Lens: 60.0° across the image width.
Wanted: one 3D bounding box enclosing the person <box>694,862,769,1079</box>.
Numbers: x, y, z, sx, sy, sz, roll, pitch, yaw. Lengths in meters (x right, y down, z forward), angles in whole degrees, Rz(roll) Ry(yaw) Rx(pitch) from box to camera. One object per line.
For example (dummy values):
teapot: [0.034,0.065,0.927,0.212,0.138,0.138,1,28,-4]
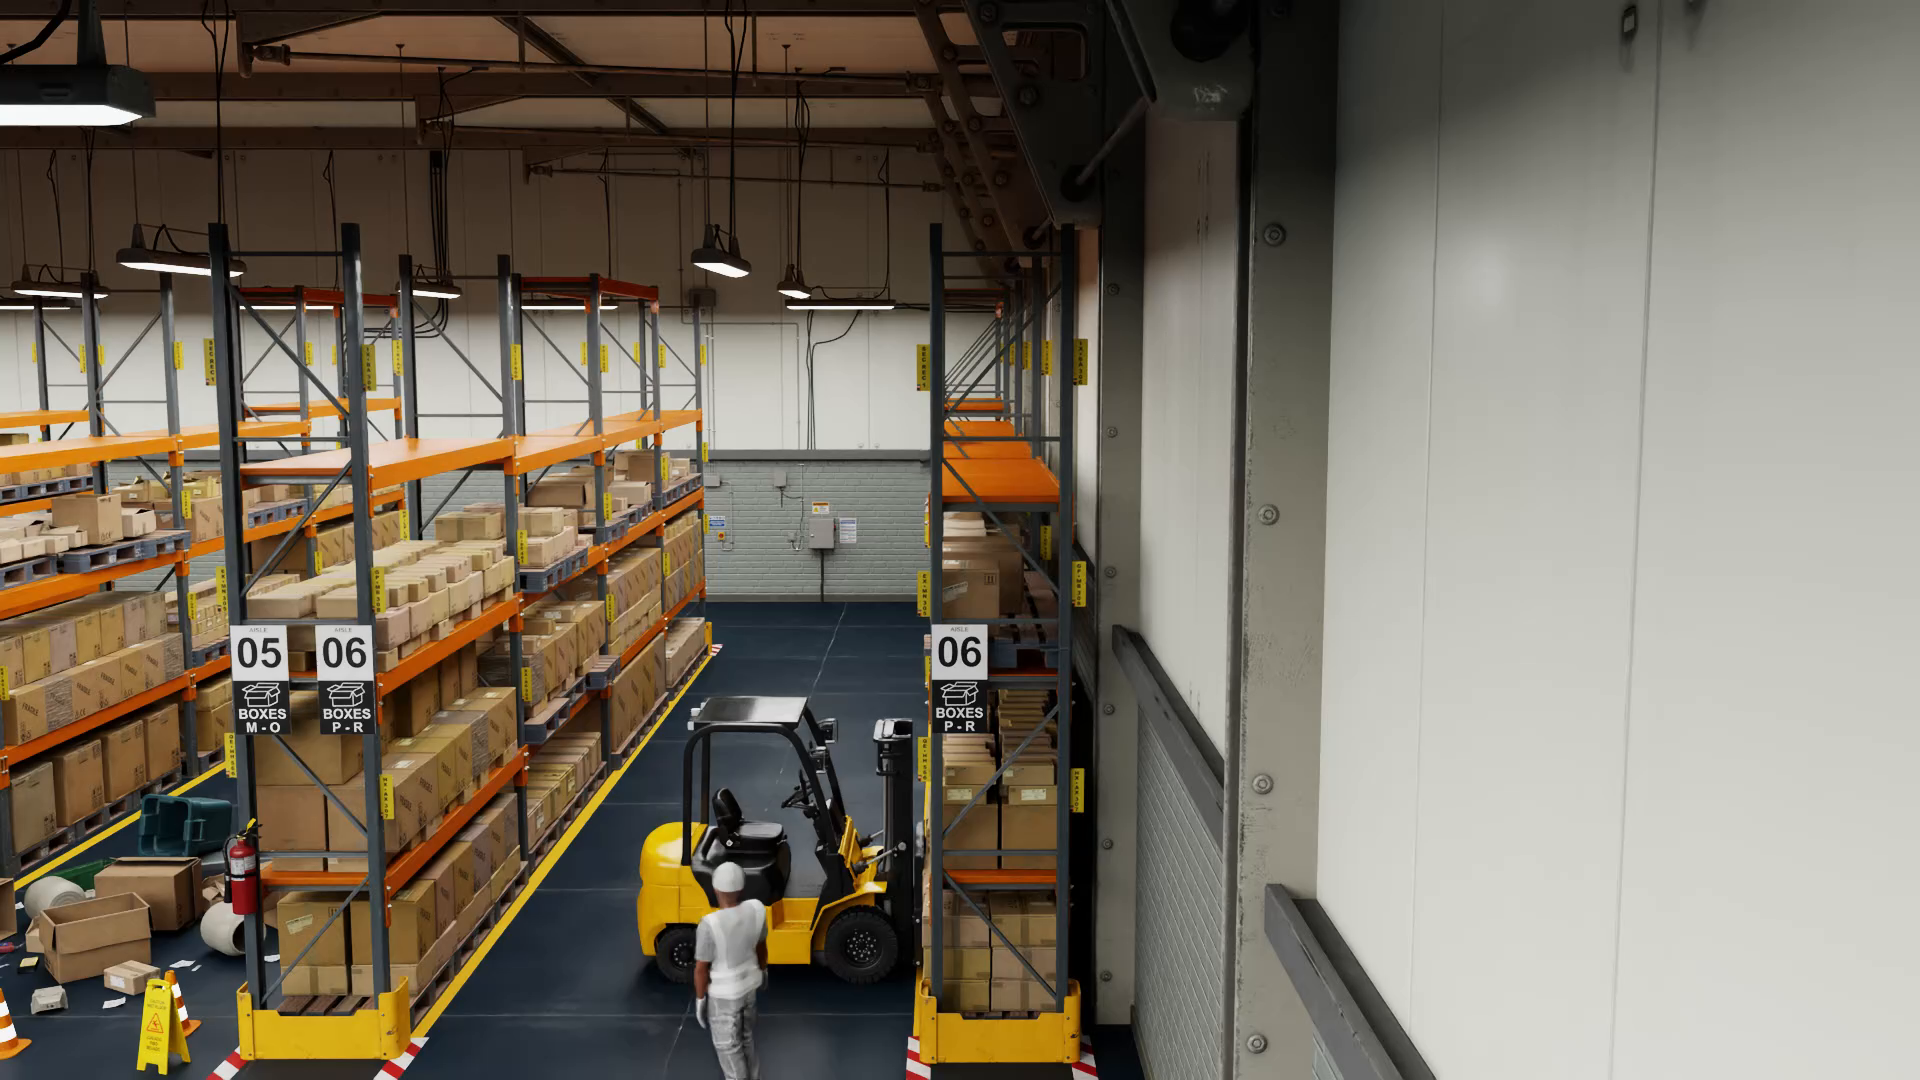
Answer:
person: [-1.499,3.003,11.071,0.402,1.812,0.683,3,7,27]
